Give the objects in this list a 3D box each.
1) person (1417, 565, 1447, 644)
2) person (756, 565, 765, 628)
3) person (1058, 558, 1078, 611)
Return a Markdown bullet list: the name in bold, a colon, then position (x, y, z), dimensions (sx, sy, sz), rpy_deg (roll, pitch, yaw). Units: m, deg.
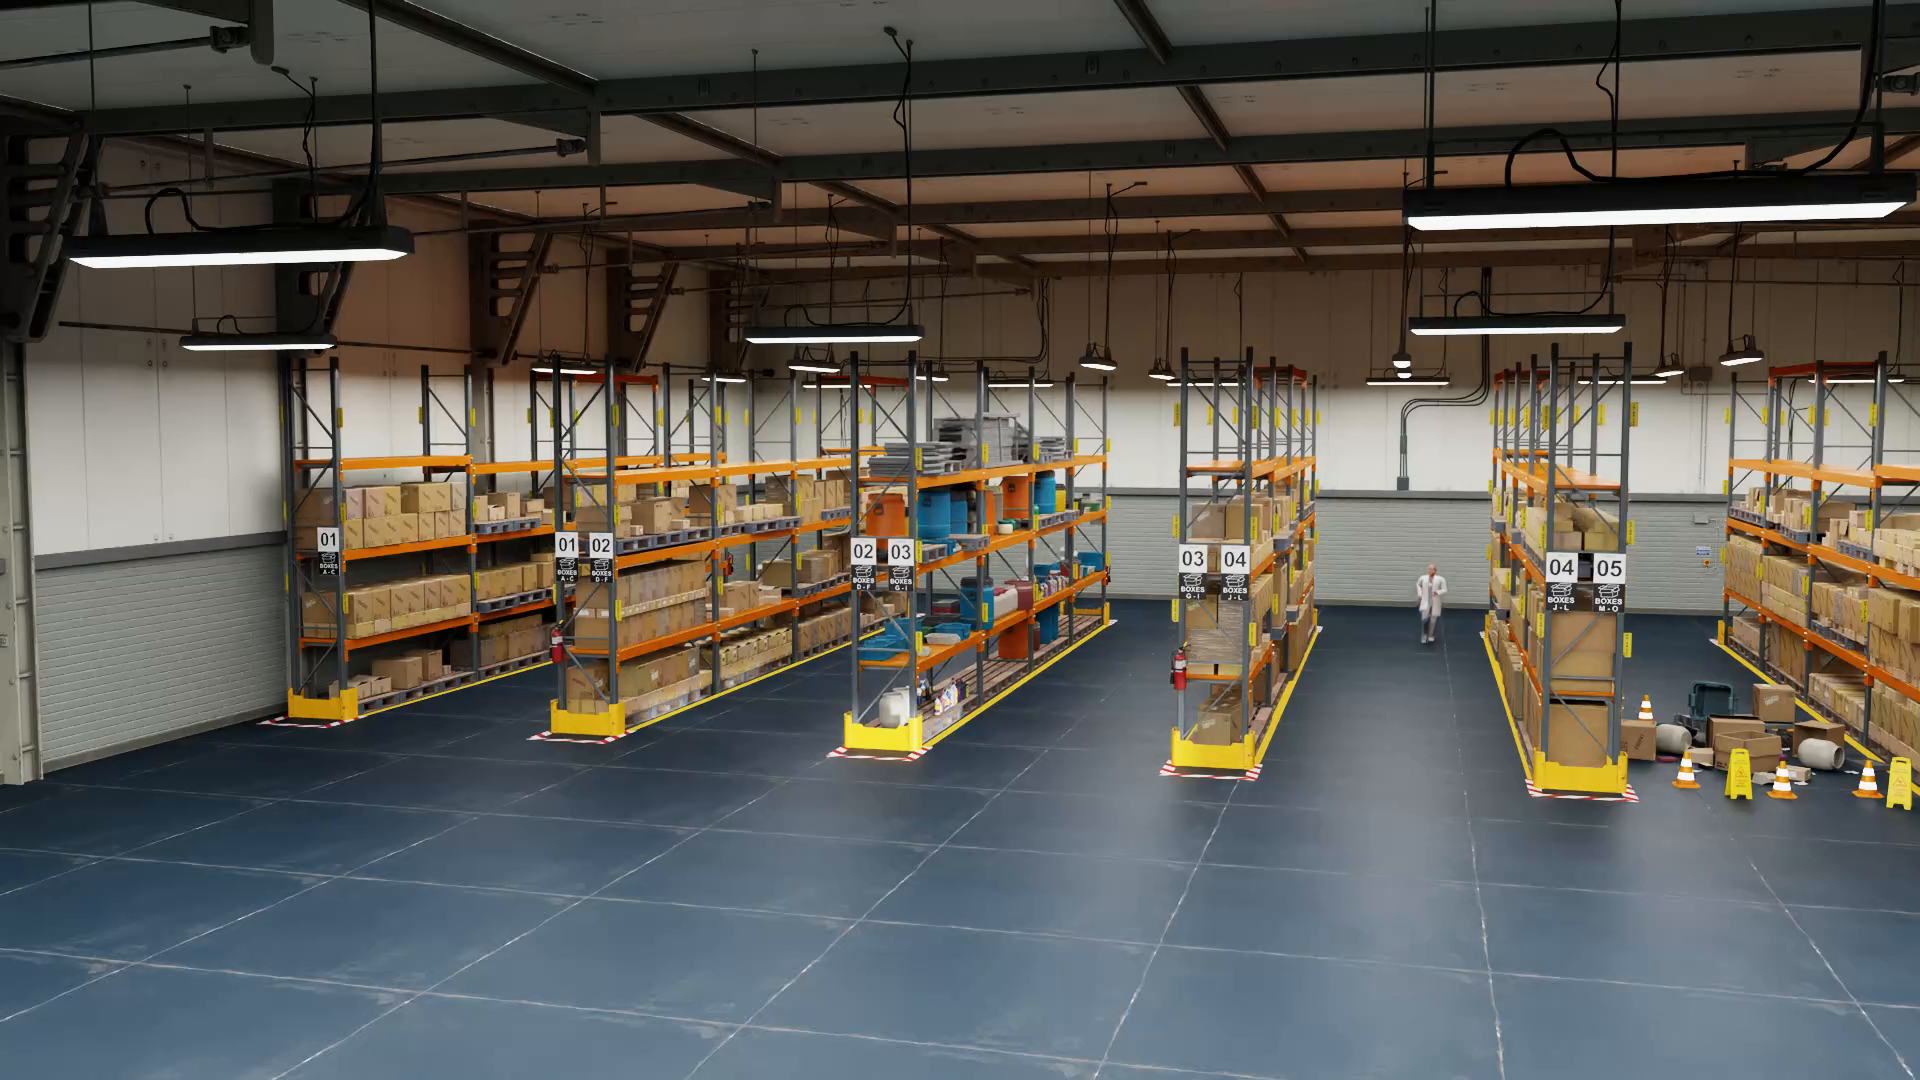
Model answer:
- **person**: position (10.400, 1.425, 36.707), dimensions (0.683, 1.771, 0.744), rpy_deg (2, 5, 22)
- **person**: position (-4.479, 1.388, 37.956), dimensions (0.678, 1.672, 0.772), rpy_deg (0, 4, 5)
- **person**: position (2.849, 1.085, 42.835), dimensions (1.016, 1.513, 0.730), rpy_deg (4, 6, 42)
